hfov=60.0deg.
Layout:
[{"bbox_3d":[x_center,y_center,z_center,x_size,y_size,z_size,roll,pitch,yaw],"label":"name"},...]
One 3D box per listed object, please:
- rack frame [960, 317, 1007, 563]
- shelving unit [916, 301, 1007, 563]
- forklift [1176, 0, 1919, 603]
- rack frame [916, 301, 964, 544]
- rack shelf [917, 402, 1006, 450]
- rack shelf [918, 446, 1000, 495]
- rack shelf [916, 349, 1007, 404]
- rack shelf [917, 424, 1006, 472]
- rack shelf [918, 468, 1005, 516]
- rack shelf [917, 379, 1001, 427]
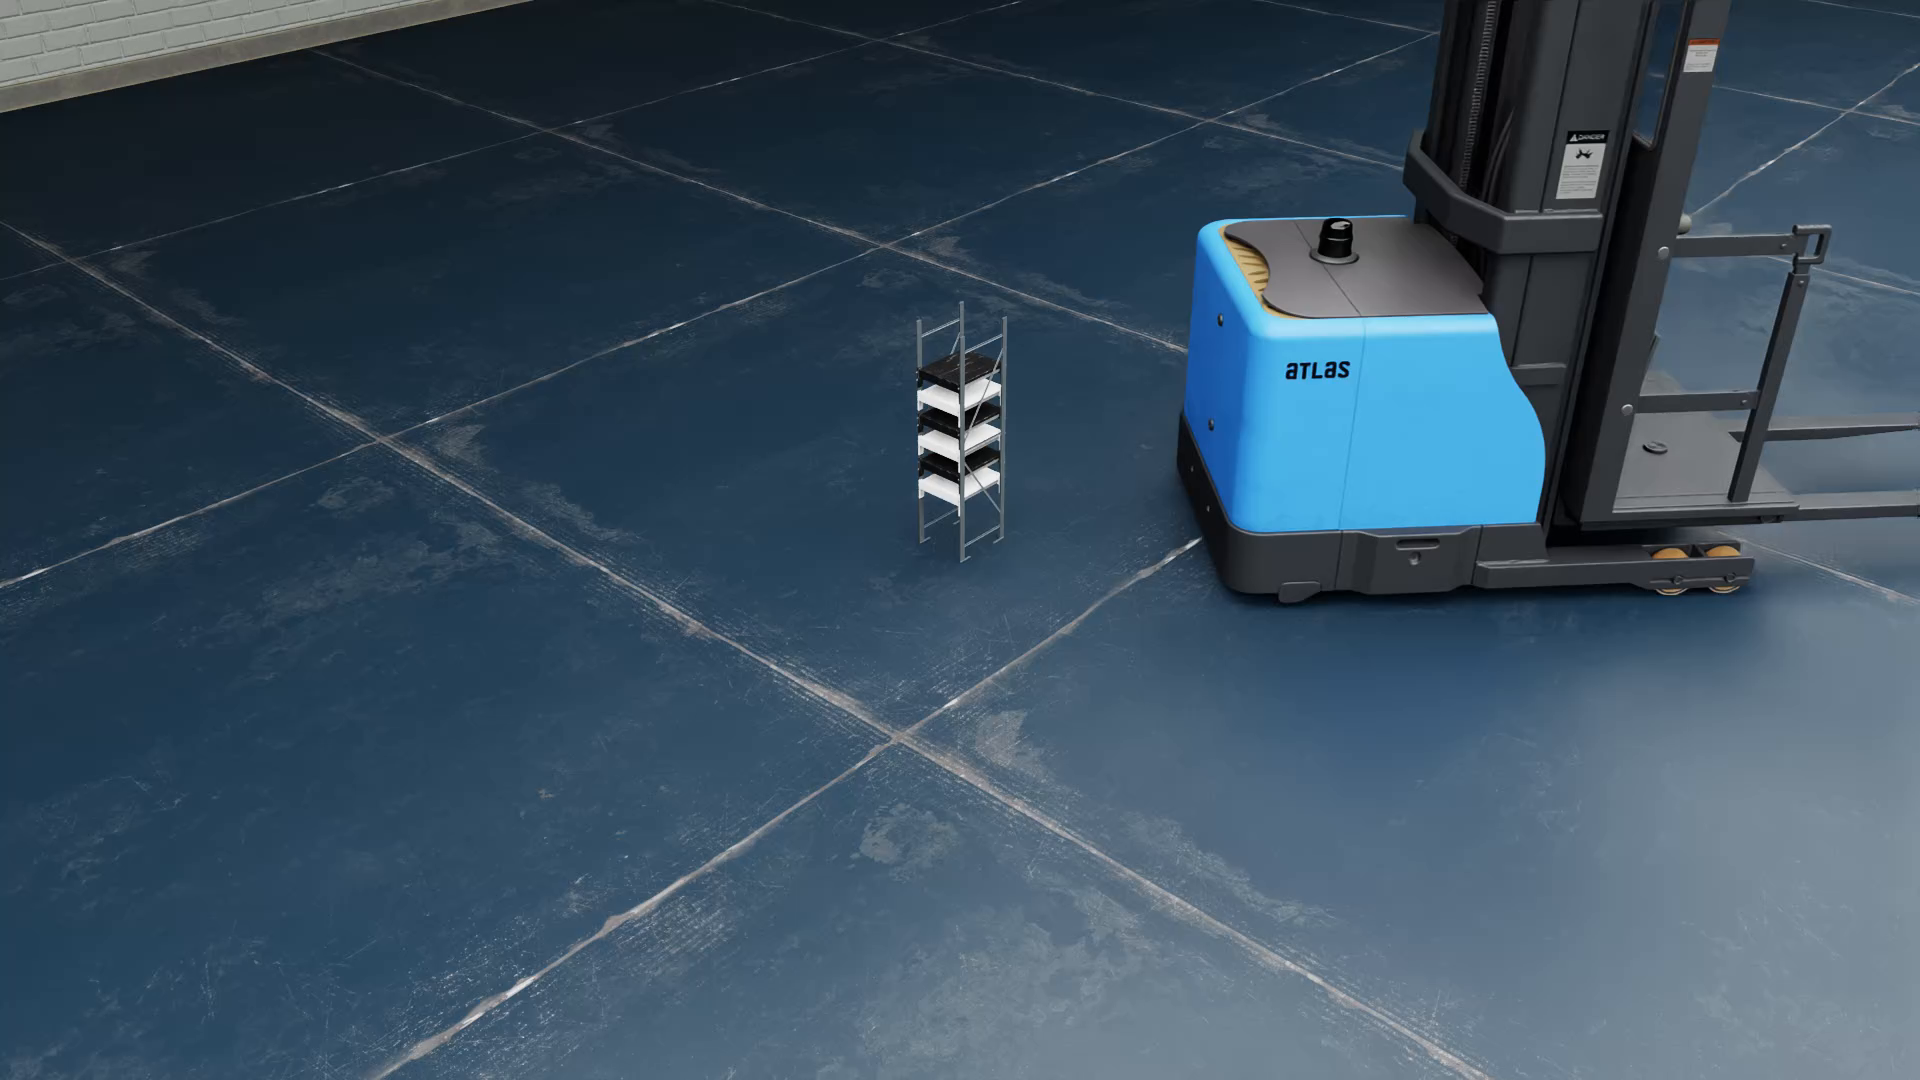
[{"bbox_3d":[0.081,-0.348,5.955,0.006,0.900,0.240,25,39,35],"label":"rack frame"},{"bbox_3d":[0.006,-0.383,6.013,0.210,0.900,0.258,25,39,35],"label":"shelving unit"},{"bbox_3d":[2.401,-1.329,5.617,3.031,2.935,1.130,-2,31,-4],"label":"forklift"},{"bbox_3d":[-0.069,-0.418,6.072,0.006,0.900,0.240,25,39,35],"label":"rack frame"},{"bbox_3d":[0.006,-0.431,5.984,0.200,0.077,0.258,25,39,35],"label":"rack shelf"},{"bbox_3d":[0.006,-0.277,6.077,0.200,0.077,0.258,25,39,35],"label":"rack shelf"},{"bbox_3d":[0.006,-0.585,5.891,0.200,0.077,0.258,25,39,35],"label":"rack shelf"},{"bbox_3d":[0.006,-0.354,6.030,0.200,0.077,0.258,25,39,35],"label":"rack shelf"},{"bbox_3d":[0.006,-0.200,6.123,0.200,0.077,0.258,25,39,35],"label":"rack shelf"},{"bbox_3d":[0.006,-0.508,5.938,0.200,0.077,0.258,25,39,35],"label":"rack shelf"}]
